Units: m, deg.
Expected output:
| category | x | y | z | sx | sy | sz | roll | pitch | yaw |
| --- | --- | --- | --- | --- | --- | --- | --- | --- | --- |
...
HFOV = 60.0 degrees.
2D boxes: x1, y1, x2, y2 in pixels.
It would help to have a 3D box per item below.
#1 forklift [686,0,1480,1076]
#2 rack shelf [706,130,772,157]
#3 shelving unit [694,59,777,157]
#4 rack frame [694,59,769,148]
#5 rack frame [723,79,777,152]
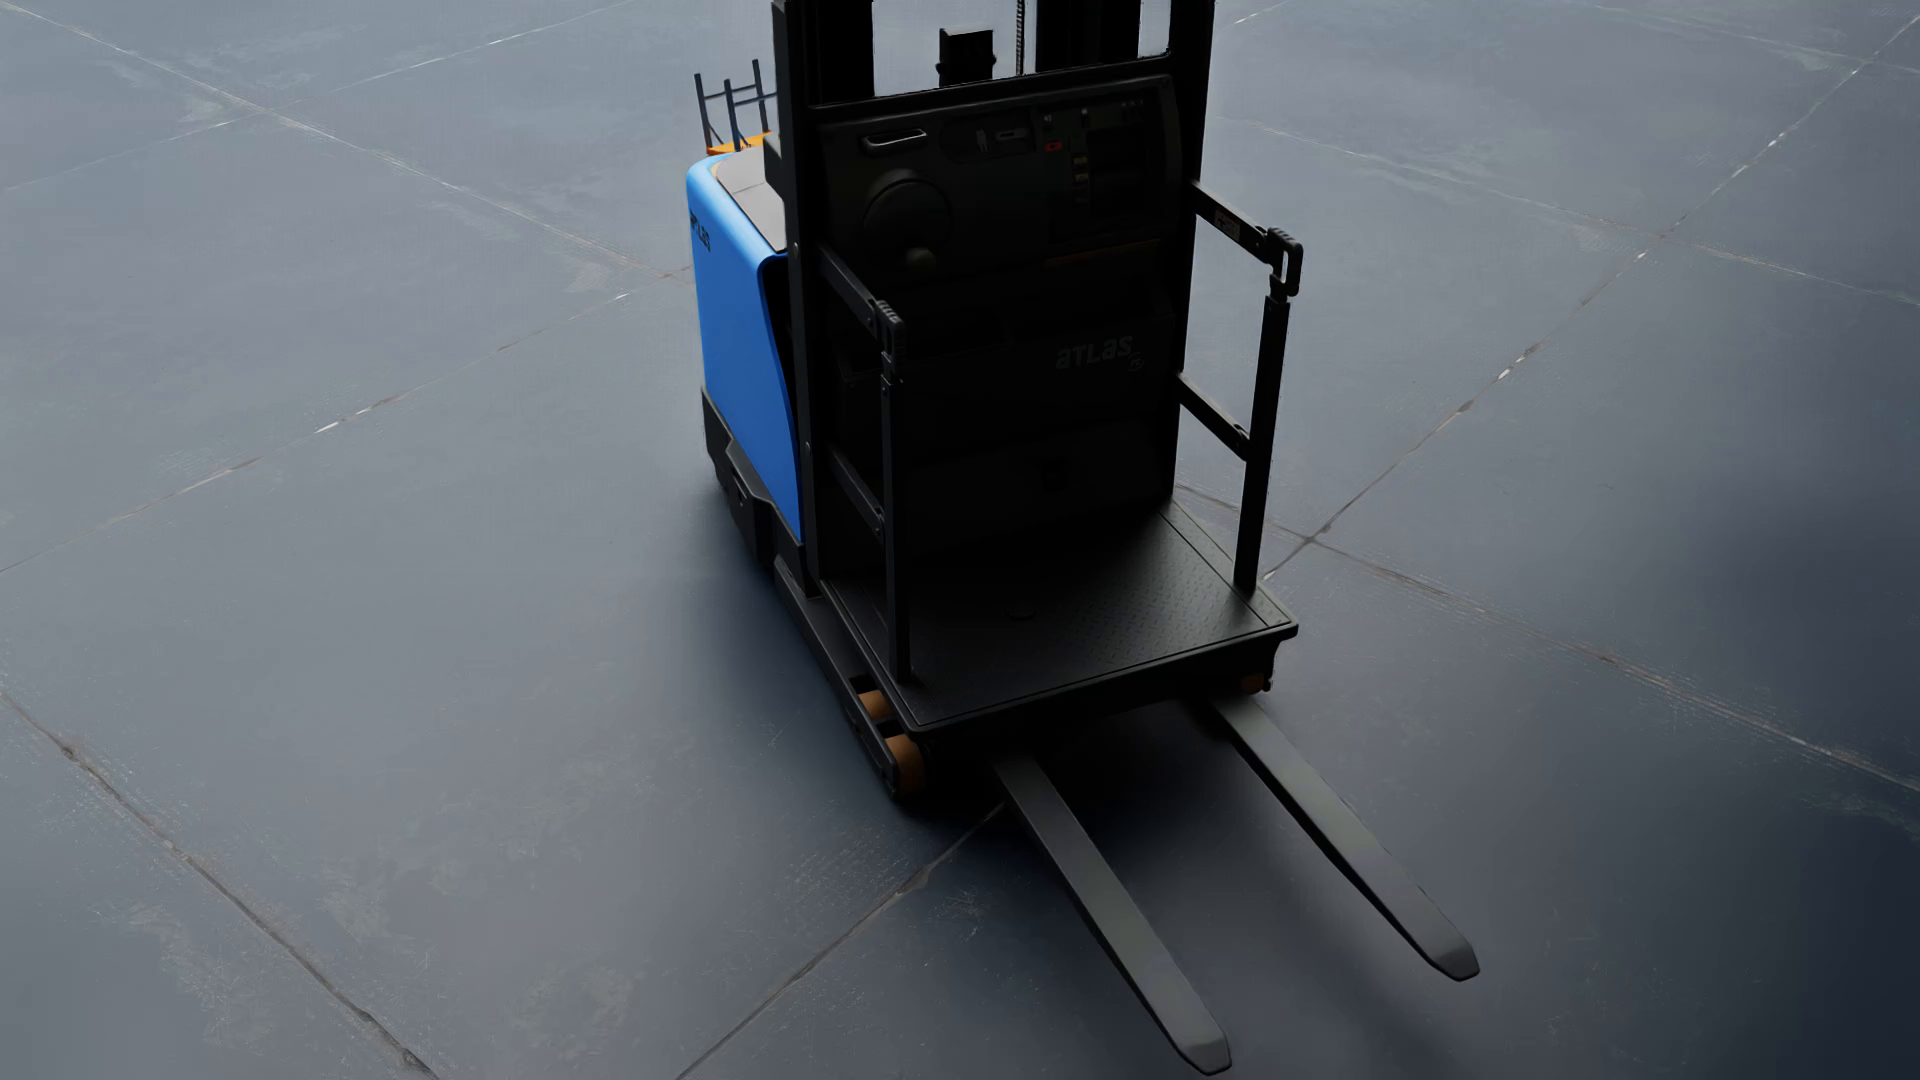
| category | x | y | z | sx | sy | sz | roll | pitch | yaw |
| --- | --- | --- | --- | --- | --- | --- | --- | --- | --- |
| forklift | 0.200 | -0.822 | 3.857 | 1.130 | 2.935 | 3.031 | -14 | 37 | -19 |
| rack shelf | -0.673 | -1.256 | 5.455 | 0.258 | 0.103 | 0.180 | -24 | 32 | -31 |
| shelving unit | -0.641 | -0.977 | 5.599 | 0.258 | 1.200 | 0.189 | -24 | 32 | -31 |
| rack frame | -0.698 | -1.005 | 5.665 | 0.240 | 1.200 | 0.006 | -24 | 32 | -31 |
| rack frame | -0.585 | -0.949 | 5.532 | 0.240 | 1.200 | 0.006 | -24 | 32 | -31 |
